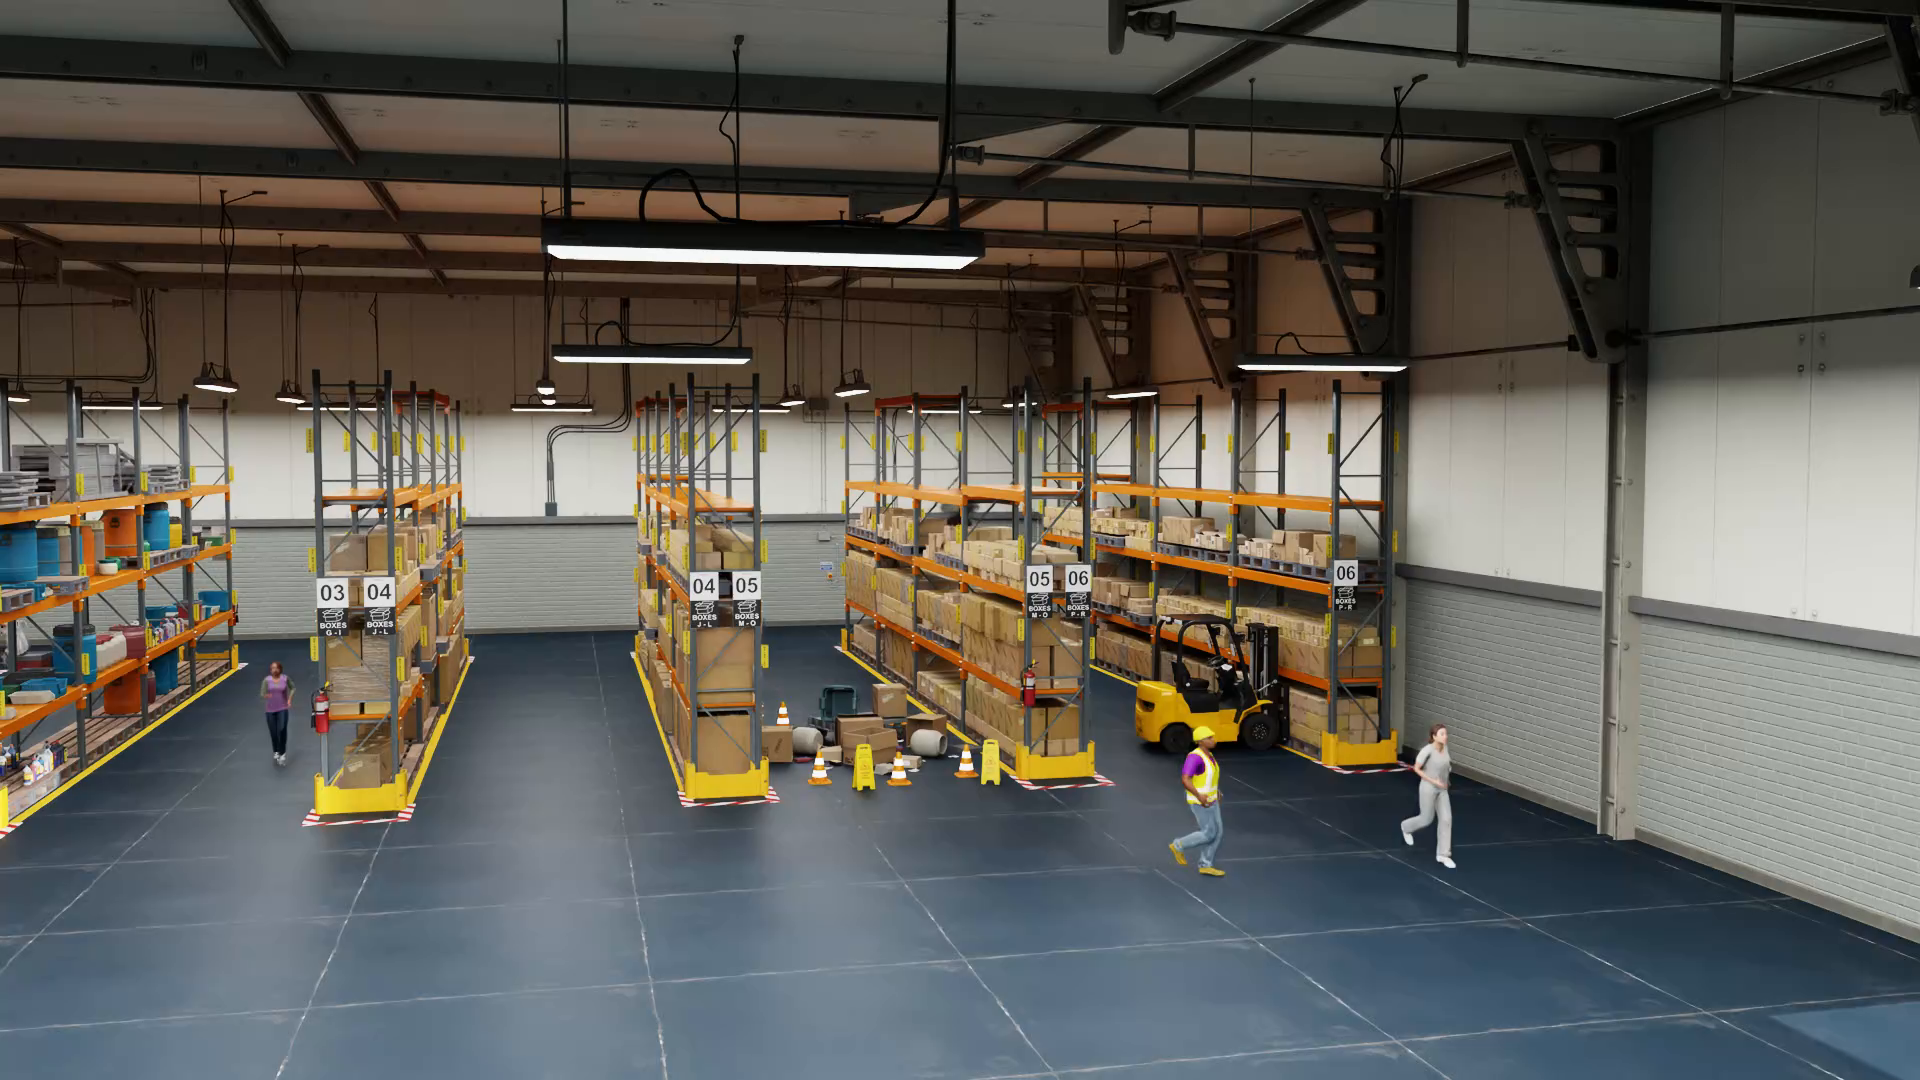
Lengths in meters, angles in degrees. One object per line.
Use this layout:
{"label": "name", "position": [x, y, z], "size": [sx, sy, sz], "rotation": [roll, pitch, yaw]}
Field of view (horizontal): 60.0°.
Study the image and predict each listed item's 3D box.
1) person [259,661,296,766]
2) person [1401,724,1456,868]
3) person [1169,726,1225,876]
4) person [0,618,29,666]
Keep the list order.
{"label": "person", "position": [-10.668, 2.704, 25.994], "size": [0.514, 1.631, 0.653], "rotation": [-1, 3, -16]}
{"label": "person", "position": [5.673, 3.023, 19.999], "size": [0.587, 1.661, 0.961], "rotation": [-2, 4, -28]}
{"label": "person", "position": [2.775, 3.025, 19.347], "size": [0.642, 1.734, 0.701], "rotation": [2, 4, 29]}
{"label": "person", "position": [-21.076, 2.029, 36.906], "size": [0.580, 1.707, 0.667], "rotation": [0, 3, -1]}
